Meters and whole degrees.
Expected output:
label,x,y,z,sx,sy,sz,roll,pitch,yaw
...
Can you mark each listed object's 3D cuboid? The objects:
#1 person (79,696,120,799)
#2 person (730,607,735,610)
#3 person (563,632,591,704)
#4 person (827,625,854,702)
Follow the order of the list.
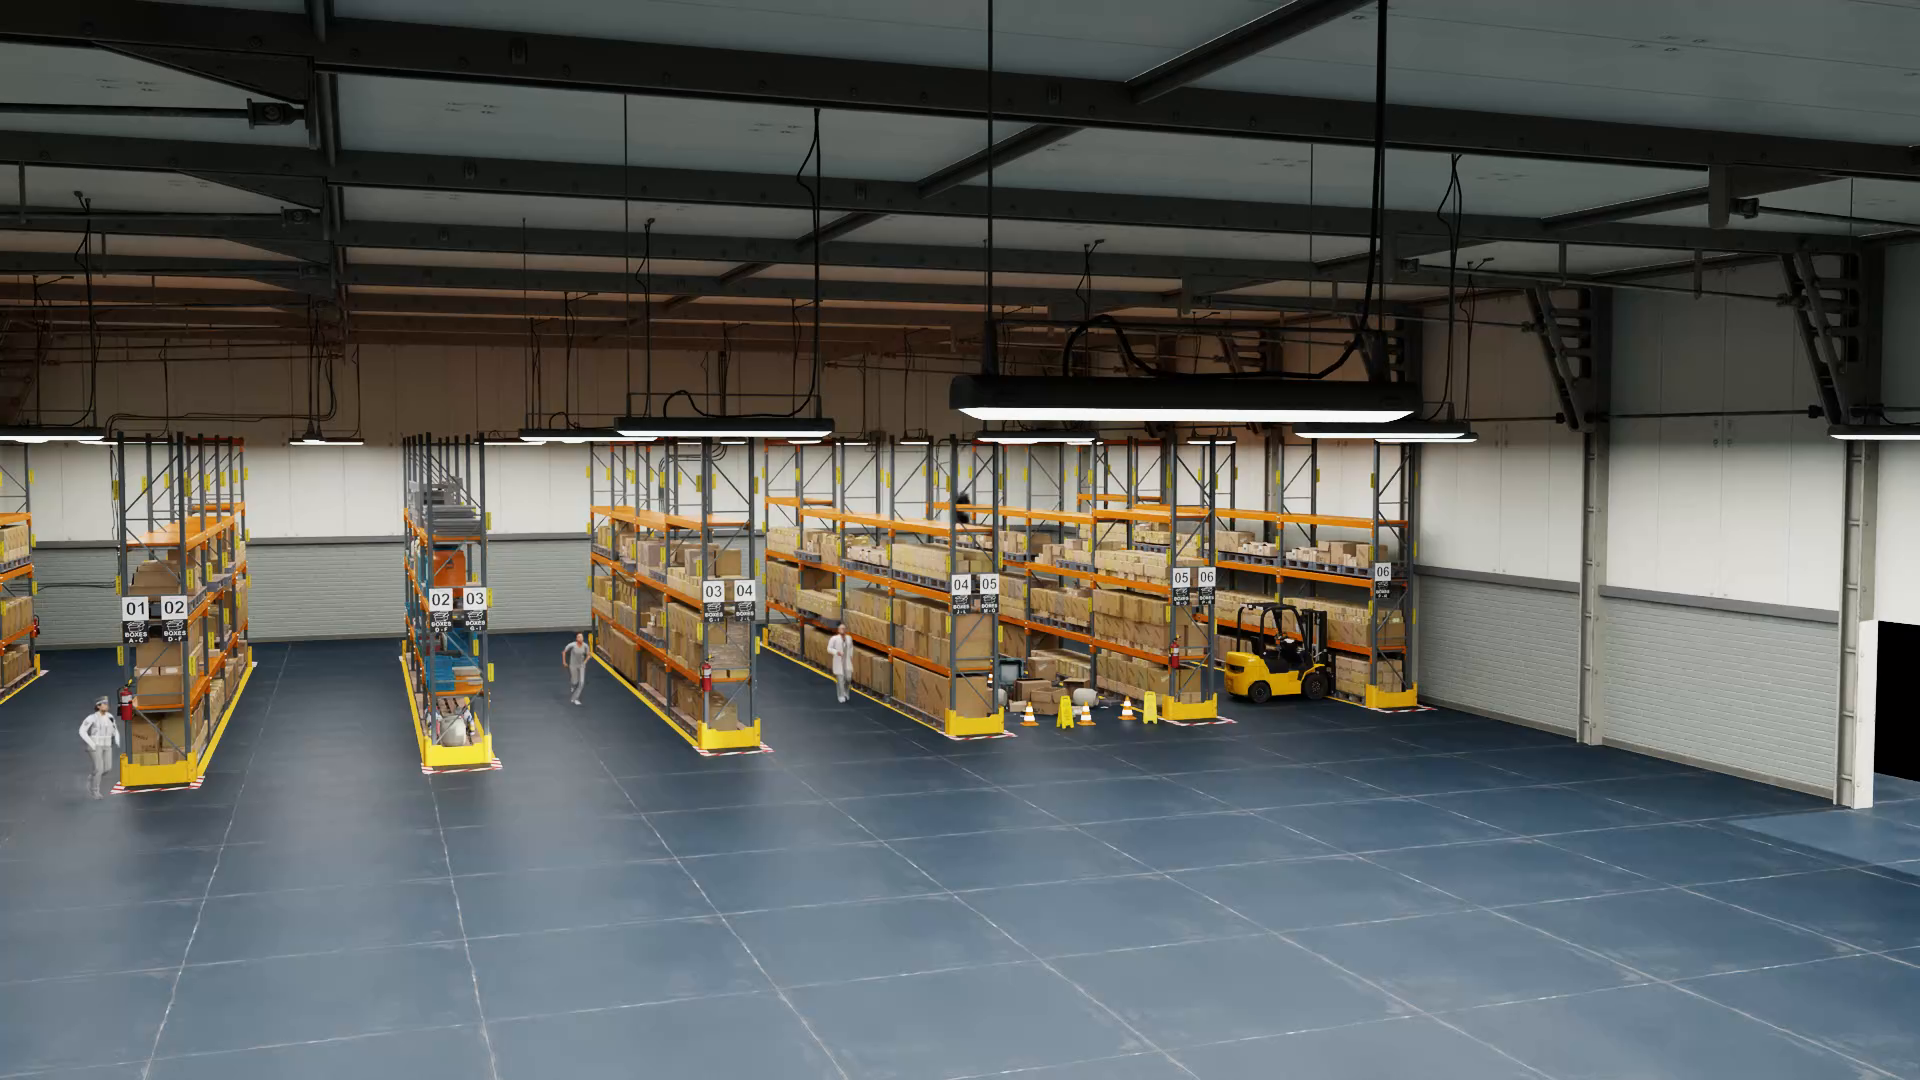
label,x,y,z,sx,sy,sz,roll,pitch,yaw
person,-14.153,3.393,27.353,0.509,1.654,0.672,2,4,29
person,-6.259,2.322,46.622,0.600,1.659,0.536,-1,3,-15
person,-8.586,2.872,37.275,0.599,1.612,0.663,-2,4,-28
person,-2.636,2.770,37.358,0.684,1.739,0.645,-1,3,-25
